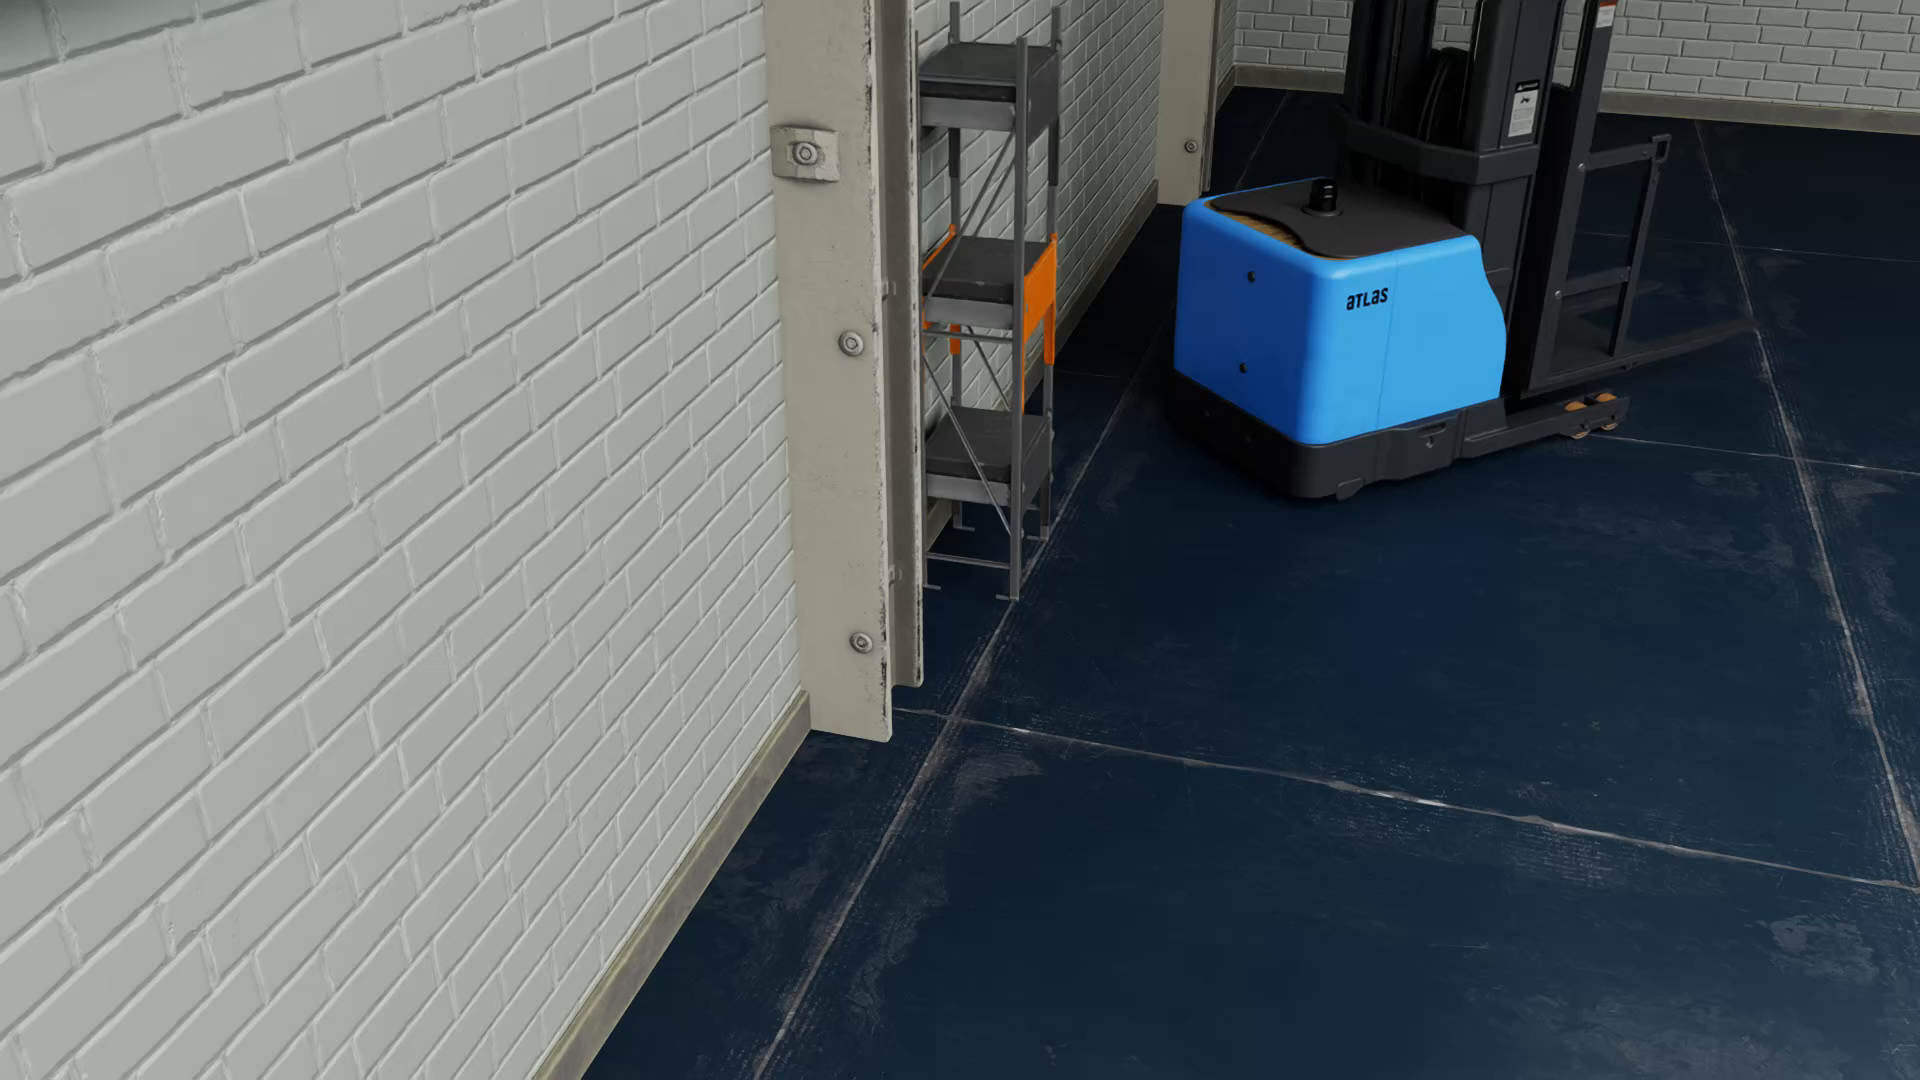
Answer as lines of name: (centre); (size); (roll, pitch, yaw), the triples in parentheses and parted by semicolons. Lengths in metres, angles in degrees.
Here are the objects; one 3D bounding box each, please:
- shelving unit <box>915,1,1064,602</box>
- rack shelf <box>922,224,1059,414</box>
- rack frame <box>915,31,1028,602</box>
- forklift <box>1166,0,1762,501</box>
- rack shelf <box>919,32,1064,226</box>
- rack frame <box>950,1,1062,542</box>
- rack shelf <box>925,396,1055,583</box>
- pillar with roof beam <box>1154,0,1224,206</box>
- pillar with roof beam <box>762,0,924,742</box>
shelving unit: (0.094, -0.826, 6.073); (0.431, 2.100, 0.503); (8, 30, 14)
rack shelf: (0.094, -0.814, 6.080); (0.431, 0.518, 0.480); (8, 30, 14)
rack frame: (0.027, -0.712, 5.869); (0.400, 2.100, 0.015); (8, 30, 14)
forklift: (2.487, -1.950, 7.241); (3.031, 2.935, 1.130); (-15, 32, -25)
rack shelf: (0.092, -1.426, 5.740); (0.431, 0.518, 0.480); (8, 30, 14)
rack frame: (0.162, -0.940, 6.278); (0.400, 2.100, 0.015); (8, 30, 14)
rack shelf: (0.097, -0.202, 6.420); (0.431, 0.518, 0.480); (8, 30, 14)
pillar with roof beam: (5.544, -5.546, 7.463); (9.100, 9.000, 0.400); (8, 30, 15)
pillar with roof beam: (3.783, -2.758, 2.450); (9.100, 9.000, 0.400); (8, 30, 15)
